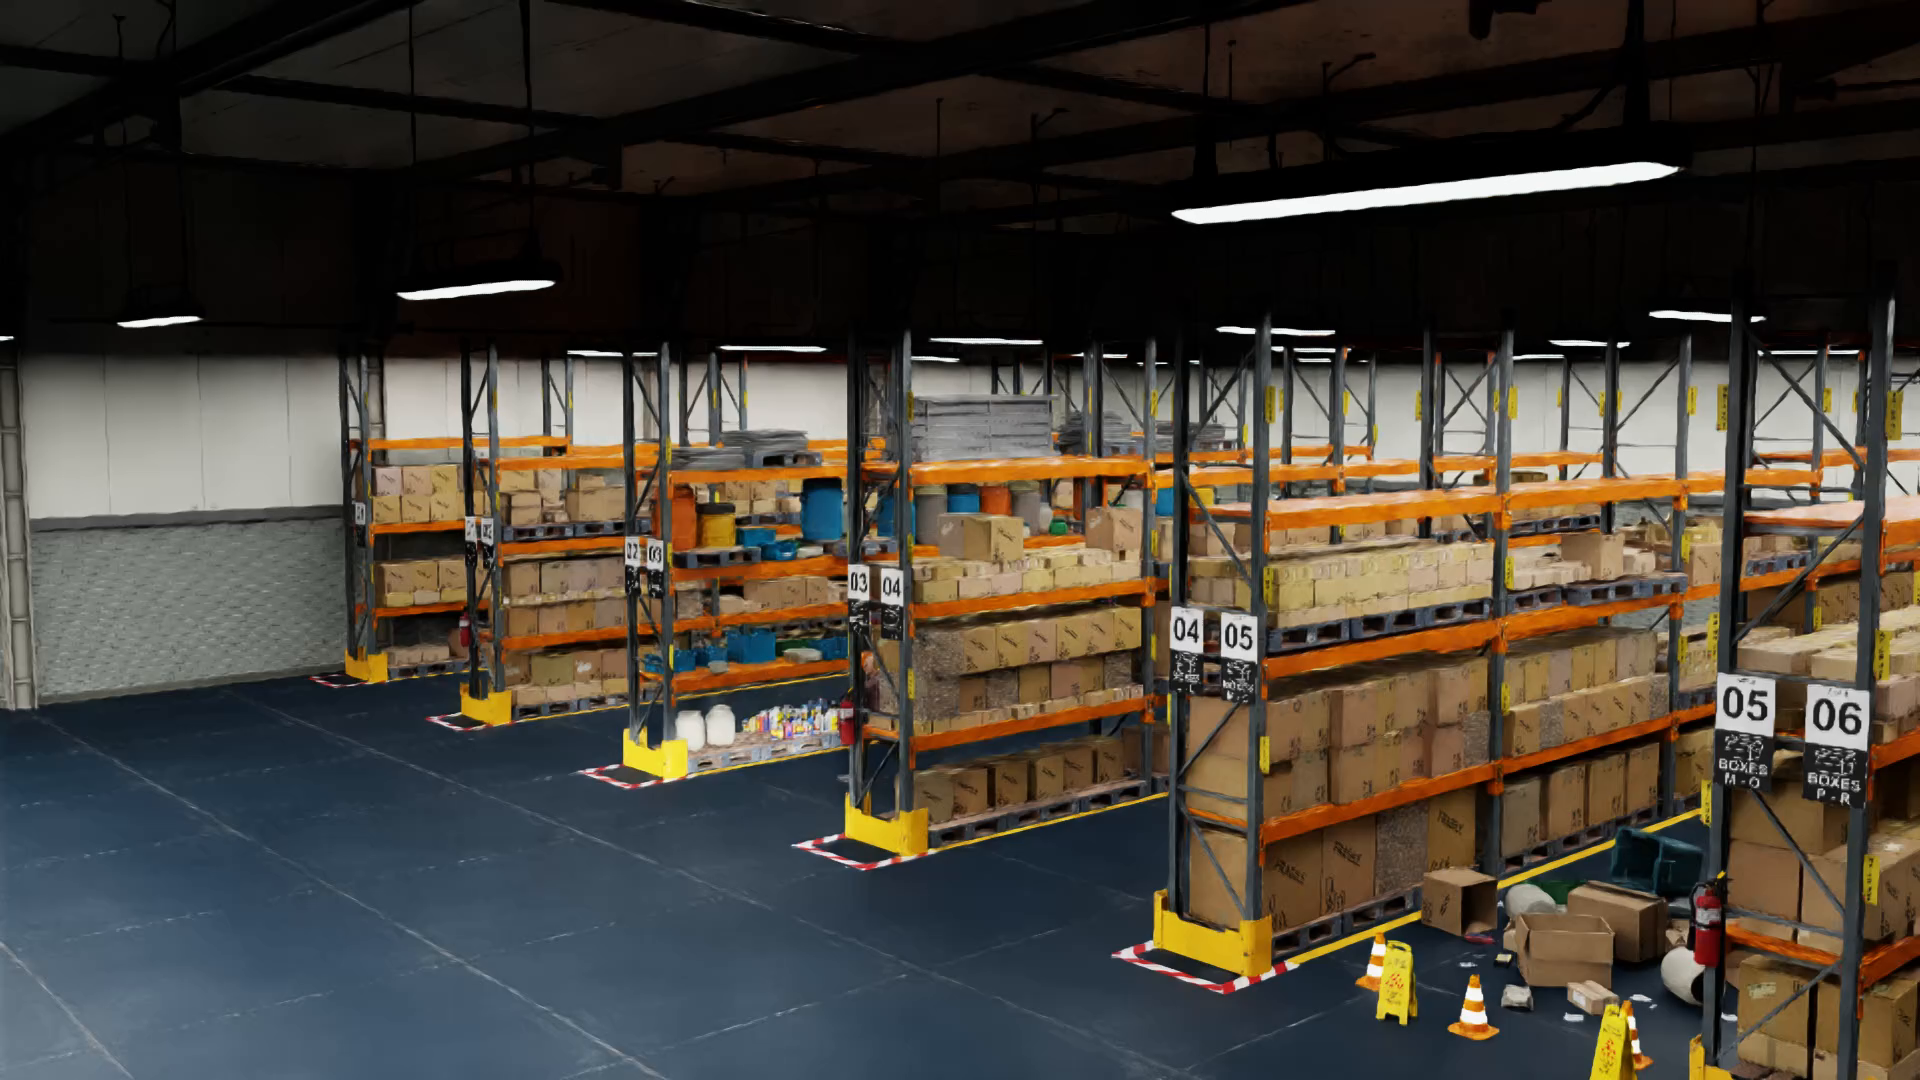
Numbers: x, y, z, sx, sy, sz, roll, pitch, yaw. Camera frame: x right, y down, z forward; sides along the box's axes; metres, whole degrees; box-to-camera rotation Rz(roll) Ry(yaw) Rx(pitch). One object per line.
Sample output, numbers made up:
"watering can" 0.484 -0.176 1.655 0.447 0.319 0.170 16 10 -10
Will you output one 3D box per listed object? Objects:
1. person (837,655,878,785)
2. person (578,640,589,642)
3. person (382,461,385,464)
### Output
"person" -1.056 2.362 21.766 1.047 1.728 0.596 -2 5 -21
"person" -6.875 1.642 30.437 0.621 1.581 0.828 3 6 31
"person" -0.550 0.486 30.616 14.386 3.887 14.094 -5 7 -44
